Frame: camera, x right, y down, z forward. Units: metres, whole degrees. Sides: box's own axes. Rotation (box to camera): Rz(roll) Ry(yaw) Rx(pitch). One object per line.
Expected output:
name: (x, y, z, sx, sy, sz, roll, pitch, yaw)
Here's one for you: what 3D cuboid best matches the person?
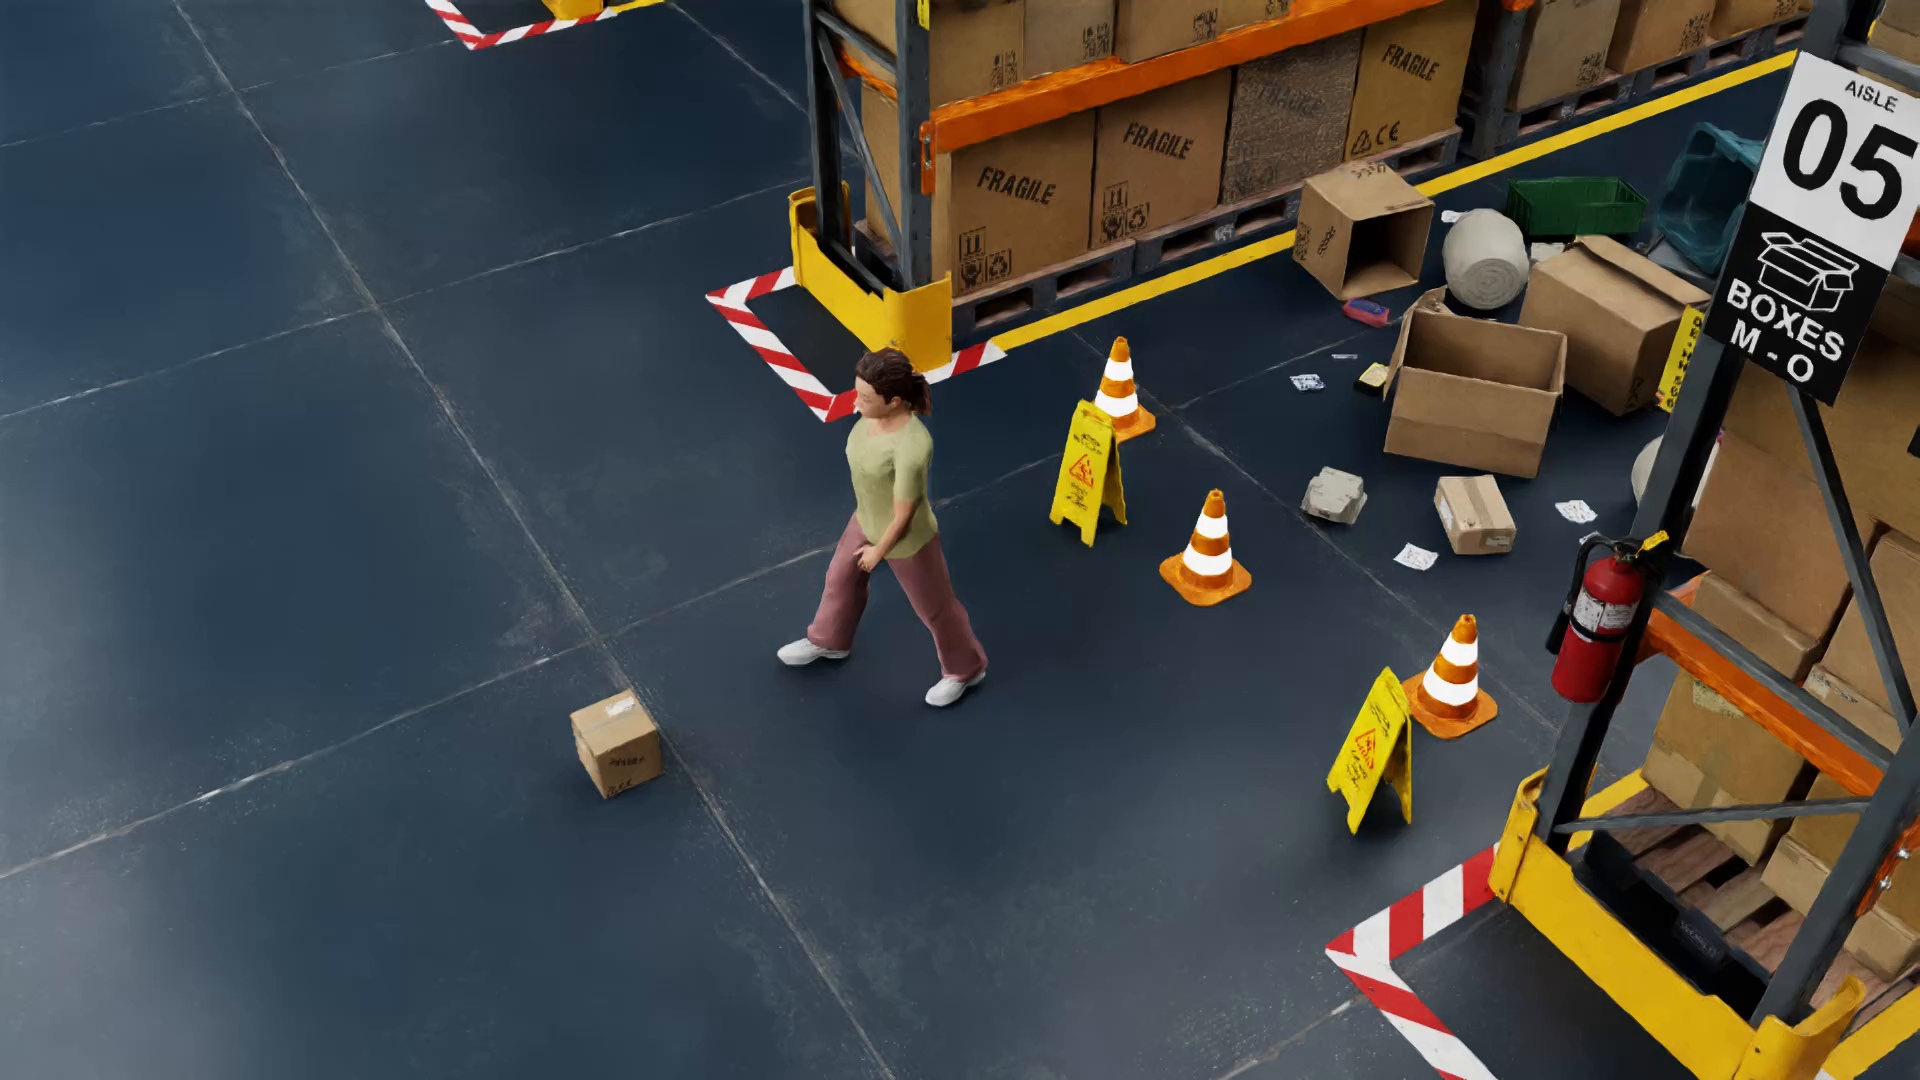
person: (-0.300, -0.054, 6.239, 0.749, 1.611, 0.568, -18, 44, -19)
